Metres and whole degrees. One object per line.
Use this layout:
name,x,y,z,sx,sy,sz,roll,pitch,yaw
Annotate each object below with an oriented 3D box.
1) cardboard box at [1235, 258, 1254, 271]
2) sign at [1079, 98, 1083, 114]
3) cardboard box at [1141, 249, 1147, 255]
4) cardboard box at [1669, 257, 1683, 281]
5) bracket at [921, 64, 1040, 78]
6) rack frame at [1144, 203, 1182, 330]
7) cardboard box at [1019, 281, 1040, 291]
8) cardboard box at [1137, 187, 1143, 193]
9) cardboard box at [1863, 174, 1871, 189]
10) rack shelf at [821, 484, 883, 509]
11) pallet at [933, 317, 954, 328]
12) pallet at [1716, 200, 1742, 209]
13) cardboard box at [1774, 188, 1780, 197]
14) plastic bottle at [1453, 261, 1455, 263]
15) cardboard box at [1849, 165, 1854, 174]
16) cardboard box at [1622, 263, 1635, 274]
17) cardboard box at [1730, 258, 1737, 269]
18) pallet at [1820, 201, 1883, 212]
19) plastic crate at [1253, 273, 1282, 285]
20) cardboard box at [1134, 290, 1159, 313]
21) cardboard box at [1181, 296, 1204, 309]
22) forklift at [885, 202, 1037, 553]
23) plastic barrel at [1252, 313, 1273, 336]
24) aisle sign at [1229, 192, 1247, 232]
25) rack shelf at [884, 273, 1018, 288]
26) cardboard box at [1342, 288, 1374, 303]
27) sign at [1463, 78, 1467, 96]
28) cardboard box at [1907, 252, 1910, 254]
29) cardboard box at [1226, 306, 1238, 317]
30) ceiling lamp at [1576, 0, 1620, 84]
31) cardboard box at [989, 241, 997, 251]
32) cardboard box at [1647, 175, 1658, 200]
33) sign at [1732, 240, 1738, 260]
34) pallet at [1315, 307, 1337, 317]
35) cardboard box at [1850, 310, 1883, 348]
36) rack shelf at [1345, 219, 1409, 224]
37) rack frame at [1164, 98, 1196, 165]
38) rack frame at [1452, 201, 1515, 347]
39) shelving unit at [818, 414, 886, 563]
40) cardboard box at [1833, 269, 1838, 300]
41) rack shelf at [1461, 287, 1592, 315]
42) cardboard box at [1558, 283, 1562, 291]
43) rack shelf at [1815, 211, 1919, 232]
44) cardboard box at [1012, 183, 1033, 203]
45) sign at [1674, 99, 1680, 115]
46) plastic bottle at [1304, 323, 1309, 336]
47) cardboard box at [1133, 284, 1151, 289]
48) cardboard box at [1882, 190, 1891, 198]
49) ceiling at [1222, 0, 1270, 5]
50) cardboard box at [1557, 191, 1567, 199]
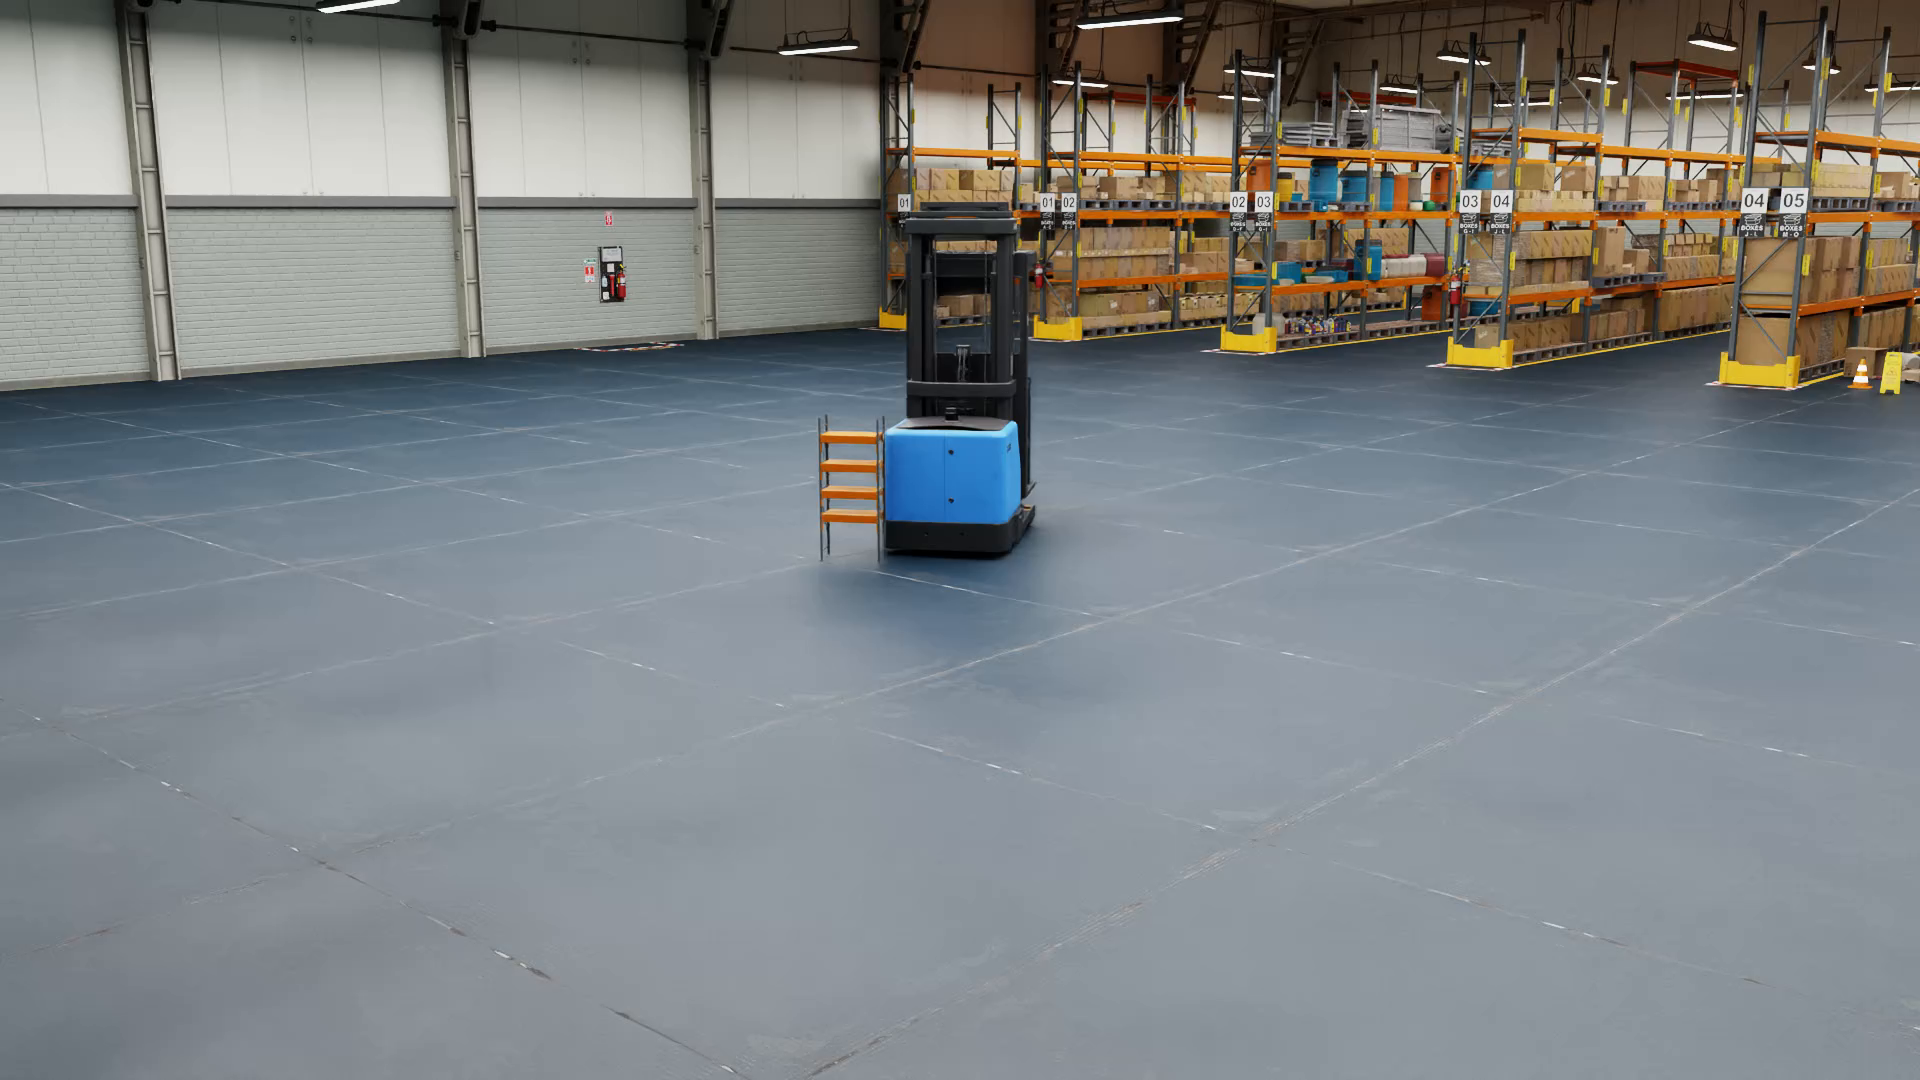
cardboard box,7.219,-7.093,42.795,0.500,0.311,0.500,11,16,44
sign,2.624,-9.413,36.075,0.100,0.325,0.005,10,15,40
cardboard box,4.160,-6.746,38.919,0.380,0.149,0.250,10,15,40
cardboard box,15.794,-6.065,37.164,0.500,0.500,0.500,9,15,39
bracket,0.541,-11.964,42.446,0.076,0.066,4.783,10,15,40
rack frame,4.851,-6.597,40.080,1.000,3.000,0.127,10,15,40
cardboard box,1.889,-6.770,44.292,0.500,0.250,0.500,9,15,39
cardboard box,3.964,-8.179,39.142,0.500,0.311,0.500,9,14,37
cardboard box,15.817,-6.352,29.491,0.500,0.250,0.500,10,15,40
rack shelf,-0.890,-0.361,13.796,0.480,0.148,0.258,2,12,11
pallet,-0.900,-5.407,41.242,1.003,0.211,1.213,10,15,40
pallet,18.119,-8.039,39.868,1.003,0.211,1.213,10,15,40
cardboard box,13.441,-5.803,27.762,0.380,0.149,0.250,10,15,41
plastic bottle,12.397,-6.867,41.761,0.097,0.271,0.097,0,11,0
cardboard box,15.114,-6.372,28.576,0.380,0.149,0.250,10,15,40
cardboard box,14.033,-5.763,35.180,0.396,0.266,0.258,9,15,39
cardboard box,18.410,-6.672,40.083,0.500,0.250,0.500,10,15,40
pallet,16.517,-6.177,30.811,0.805,0.209,1.217,9,14,38
plastic crate,6.468,-5.501,34.976,0.499,0.251,0.408,10,15,40
cardboard box,4.371,-5.653,39.391,0.500,0.500,0.500,10,15,40
cardboard box,5.646,-5.831,40.762,0.500,0.311,0.500,10,15,40
forklift,0.102,-1.570,15.089,1.130,2.935,3.031,2,11,9
plastic barrel,6.306,-4.460,34.661,0.421,0.512,0.421,0,11,0
aisle sign,5.659,-6.670,33.809,0.394,0.787,0.004,10,15,40
rack shelf,-0.192,-6.589,41.881,1.077,0.370,4.000,10,15,40
cardboard box,11.368,-7.042,47.561,0.797,0.503,0.637,10,15,40
sign,9.246,-8.279,30.398,0.100,0.325,0.005,10,15,40
cardboard box,20.107,-6.096,35.626,0.380,0.149,0.250,10,15,40
cardboard box,6.656,-5.784,41.959,0.500,0.250,0.500,10,15,42
ceiling lamp,15.402,-12.452,39.178,0.800,3.185,2.000,10,15,40
cardboard box,0.723,-7.357,42.303,0.500,0.500,0.500,10,15,40
cardboard box,14.473,-7.489,35.360,0.500,0.500,0.500,10,15,40
sign,12.910,-4.827,27.658,0.100,0.325,0.005,10,15,40
pallet,9.624,-6.281,45.622,1.003,0.211,1.213,10,15,40
cardboard box,16.931,-4.006,31.782,1.050,0.750,0.750,10,15,40
rack shelf,11.452,-9.186,47.223,1.077,0.370,4.000,10,15,40
rack frame,6.409,-11.355,48.589,1.000,3.000,0.127,10,15,40
rack frame,9.650,-4.727,30.718,1.000,3.000,0.127,10,15,40
shelving unit,-0.890,-0.427,13.783,0.503,1.200,0.258,2,12,11
cardboard box,14.924,-4.529,29.344,0.875,0.550,0.550,10,15,40
rack shelf,10.970,-4.668,32.262,1.077,0.370,4.000,10,15,40
cardboard box,11.507,-4.945,32.452,0.380,0.149,0.250,10,15,40
rack shelf,17.269,-6.071,31.629,1.077,0.370,4.000,10,15,40
cardboard box,1.549,-9.032,43.290,0.500,0.500,0.500,-9,15,-39
sign,15.345,-9.274,35.580,0.100,0.325,0.005,10,15,40
plastic bottle,7.360,-4.471,35.282,0.097,0.271,0.097,0,11,0
cardboard box,4.935,-7.196,47.497,0.750,0.750,0.750,10,15,40
cardboard box,17.070,-6.434,30.923,0.380,0.149,0.250,10,15,40
ceiling,7.111,-15.830,48.016,6.000,0.001,6.000,10,15,40
cardboard box,11.426,-6.628,31.946,0.380,0.149,0.250,11,16,43
